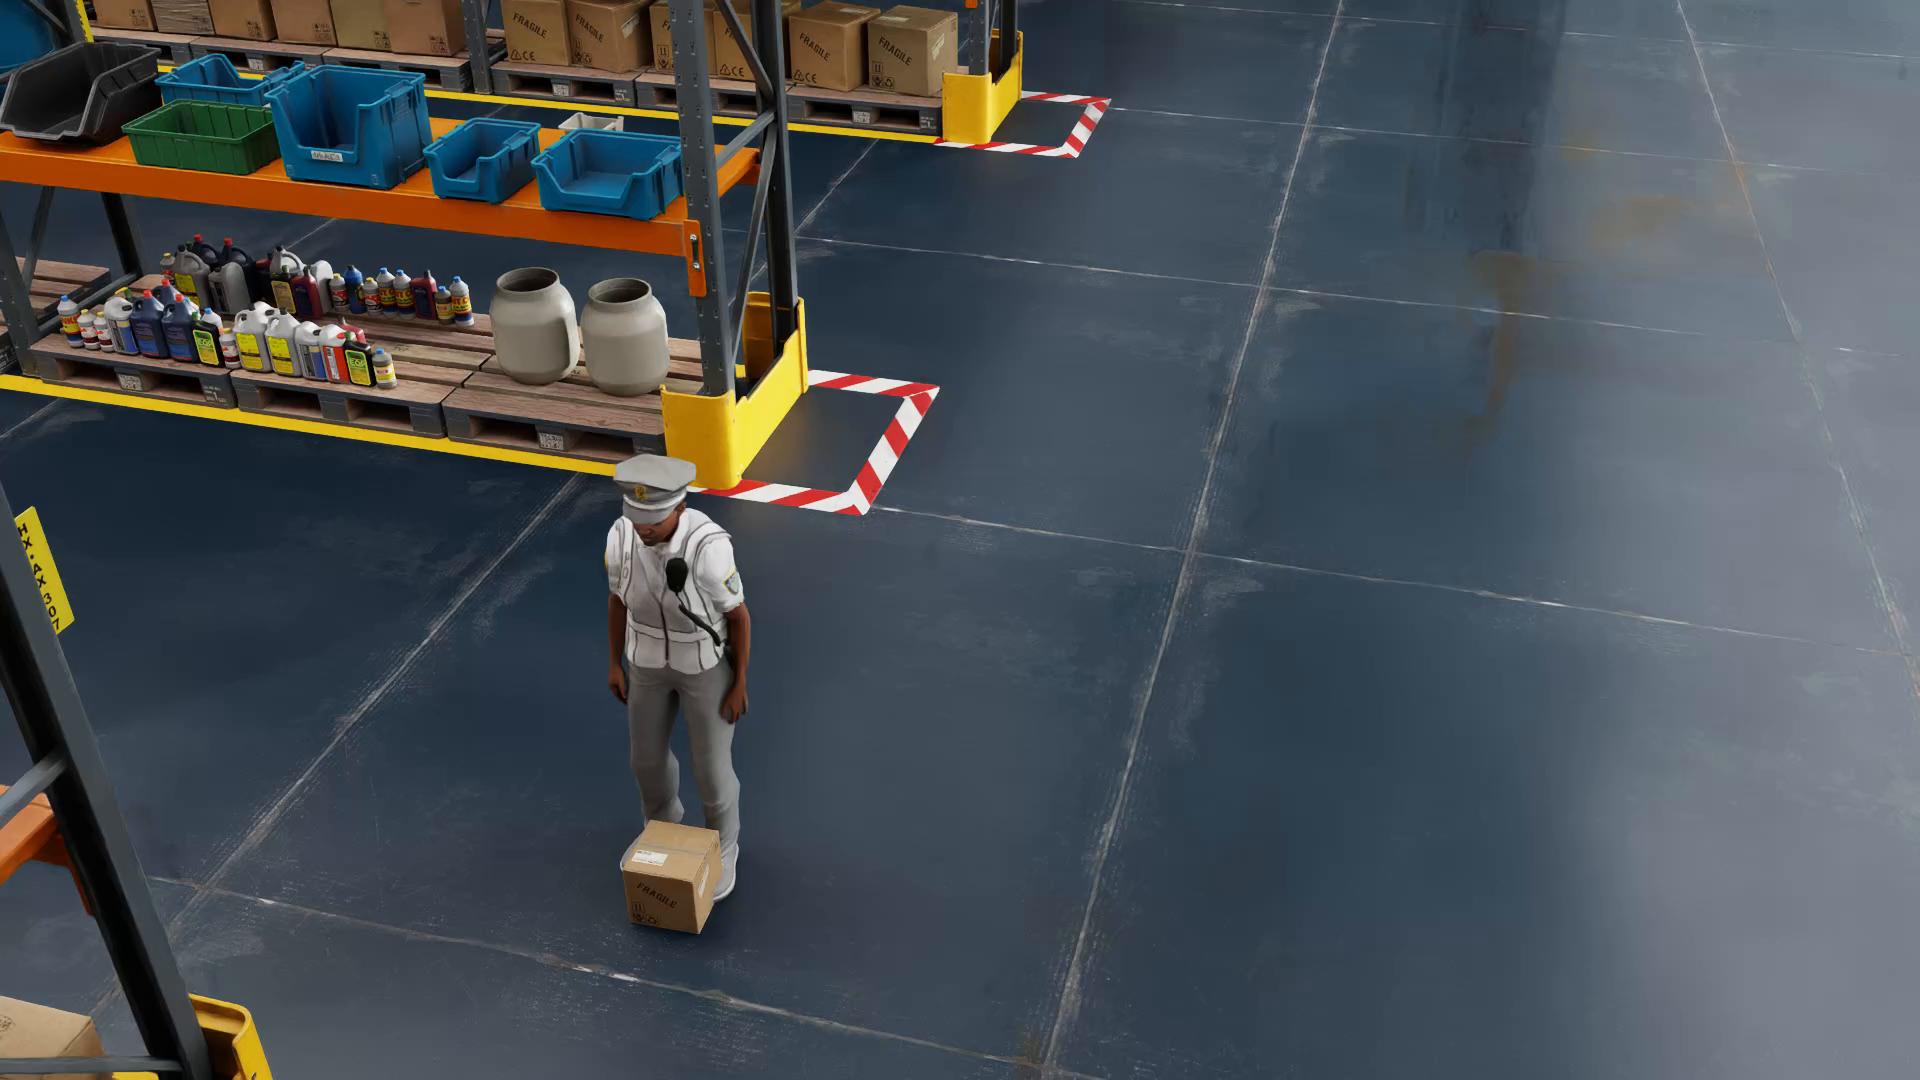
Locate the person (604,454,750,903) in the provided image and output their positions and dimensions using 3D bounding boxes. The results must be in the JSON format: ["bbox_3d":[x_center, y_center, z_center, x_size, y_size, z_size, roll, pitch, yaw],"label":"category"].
[{"bbox_3d":[-0.929,0.437,5.466,0.507,1.660,0.415,8,34,12],"label":"person"}]
